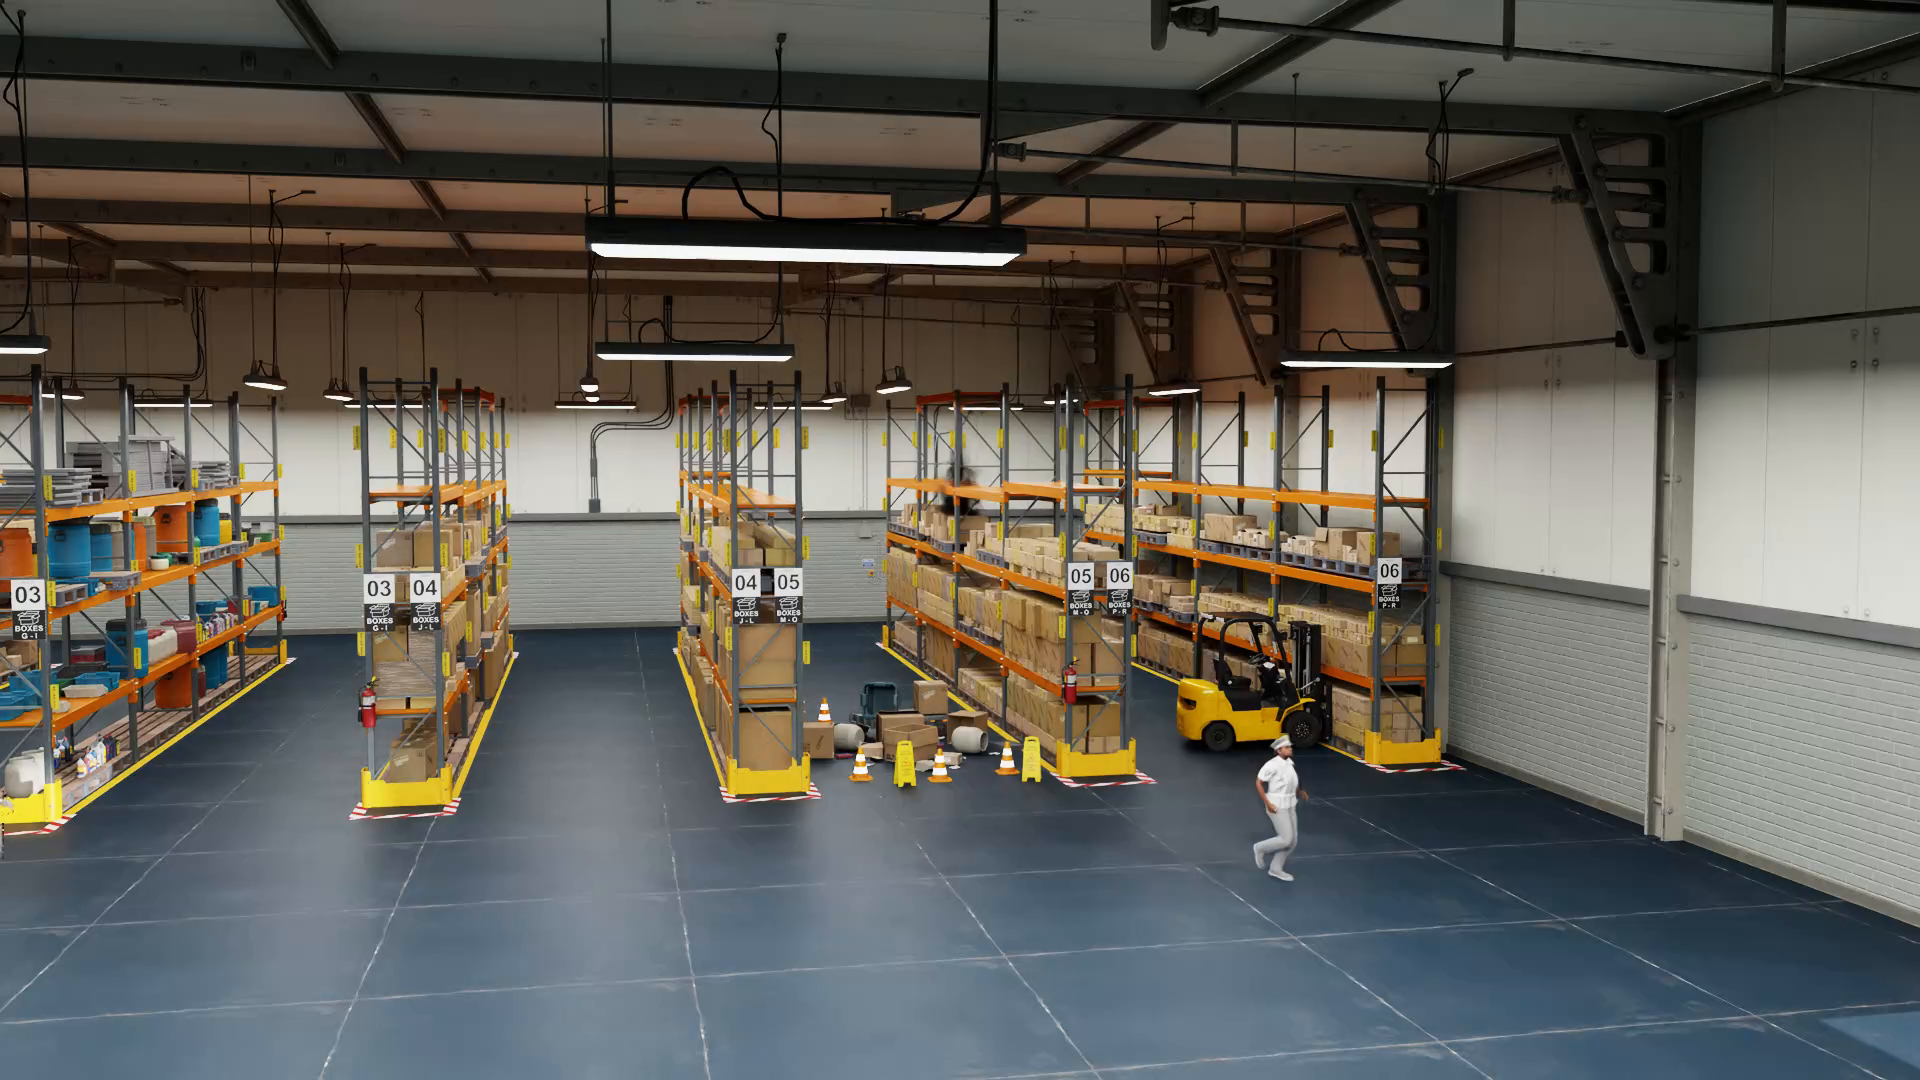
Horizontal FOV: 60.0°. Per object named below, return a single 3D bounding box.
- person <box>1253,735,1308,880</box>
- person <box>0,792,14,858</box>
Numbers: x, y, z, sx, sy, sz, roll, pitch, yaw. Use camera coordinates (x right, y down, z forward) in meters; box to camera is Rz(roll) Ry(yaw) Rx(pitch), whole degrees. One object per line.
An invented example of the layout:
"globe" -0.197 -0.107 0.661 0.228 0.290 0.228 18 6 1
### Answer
"person" 3.667 3.047 18.979 0.568 1.671 0.585 3 5 44
"person" -10.656 3.054 18.118 0.592 1.734 0.683 0 3 8
